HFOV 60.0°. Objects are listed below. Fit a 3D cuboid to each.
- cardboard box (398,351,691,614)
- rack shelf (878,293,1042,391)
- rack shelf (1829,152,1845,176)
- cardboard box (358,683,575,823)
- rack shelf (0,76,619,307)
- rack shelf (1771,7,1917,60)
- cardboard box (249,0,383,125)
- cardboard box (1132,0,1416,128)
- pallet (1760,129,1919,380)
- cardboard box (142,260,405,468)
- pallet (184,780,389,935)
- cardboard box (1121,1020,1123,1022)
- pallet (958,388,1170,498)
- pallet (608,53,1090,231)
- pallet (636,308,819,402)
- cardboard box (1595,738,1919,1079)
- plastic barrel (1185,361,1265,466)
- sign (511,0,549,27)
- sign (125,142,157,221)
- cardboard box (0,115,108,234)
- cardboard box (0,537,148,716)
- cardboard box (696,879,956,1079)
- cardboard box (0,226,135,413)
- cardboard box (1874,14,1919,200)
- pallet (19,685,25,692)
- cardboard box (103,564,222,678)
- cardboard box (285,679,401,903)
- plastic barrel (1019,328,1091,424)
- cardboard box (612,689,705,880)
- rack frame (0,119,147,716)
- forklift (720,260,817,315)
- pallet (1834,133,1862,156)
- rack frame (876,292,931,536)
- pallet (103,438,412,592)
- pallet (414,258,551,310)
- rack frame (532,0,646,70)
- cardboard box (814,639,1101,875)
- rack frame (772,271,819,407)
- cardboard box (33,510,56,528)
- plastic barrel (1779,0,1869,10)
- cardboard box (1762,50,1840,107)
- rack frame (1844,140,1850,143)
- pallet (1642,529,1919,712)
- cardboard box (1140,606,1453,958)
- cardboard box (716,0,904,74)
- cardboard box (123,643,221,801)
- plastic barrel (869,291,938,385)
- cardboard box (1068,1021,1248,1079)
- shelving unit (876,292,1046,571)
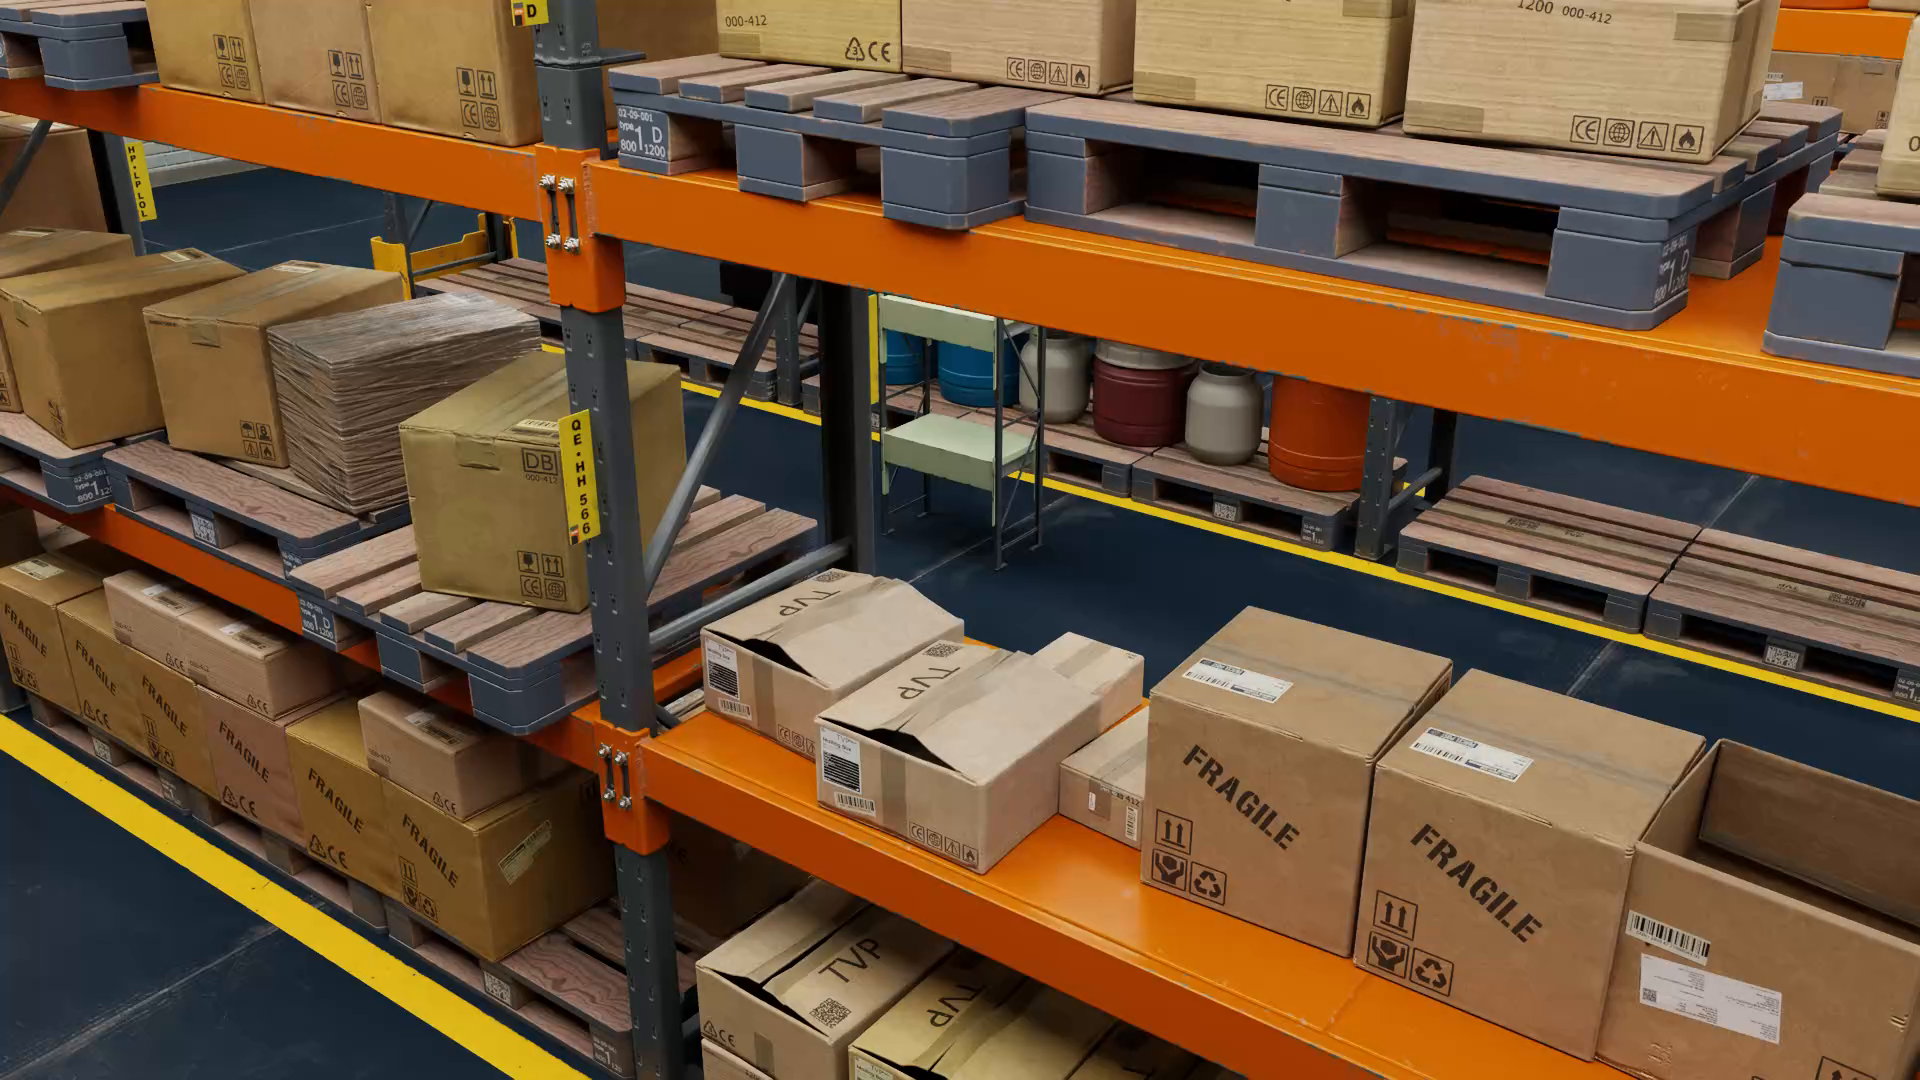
[{"bbox_3d":[-1.174,-0.189,4.813,0.500,0.500,0.700,7,25,16],"label":"cardboard box"},{"bbox_3d":[0.005,-1.042,8.287,0.720,0.370,0.431,17,29,33],"label":"rack shelf"},{"bbox_3d":[6.942,-2.217,10.954,4.000,0.370,1.077,17,29,33],"label":"rack shelf"},{"bbox_3d":[-1.539,0.602,5.288,0.500,0.250,0.500,18,30,35],"label":"cardboard box"},{"bbox_3d":[-2.203,-1.362,5.293,4.000,0.370,1.077,17,29,33],"label":"rack shelf"},{"bbox_3d":[3.972,-1.992,6.723,4.000,0.370,1.077,17,29,33],"label":"rack shelf"},{"bbox_3d":[-1.380,-1.471,4.525,0.500,0.500,0.910,17,29,33],"label":"cardboard box"},{"bbox_3d":[0.676,-0.977,3.191,0.500,0.250,0.500,16,28,32],"label":"cardboard box"},{"bbox_3d":[1.885,-0.362,2.368,1.217,0.209,0.805,16,28,31],"label":"pallet"},{"bbox_3d":[-2.352,-0.633,5.821,0.500,0.500,0.700,9,25,20],"label":"cardboard box"},{"bbox_3d":[-2.149,0.953,6.325,1.213,0.211,1.003,17,29,33],"label":"pallet"},{"bbox_3d":[0.384,1.145,4.624,0.500,0.311,0.500,16,29,33],"label":"cardboard box"},{"bbox_3d":[0.744,-0.628,9.914,1.213,0.211,1.003,17,29,33],"label":"pallet"},{"bbox_3d":[-0.006,-0.986,3.781,1.003,0.211,1.213,18,30,36],"label":"pallet"},{"bbox_3d":[-1.441,-1.289,11.413,1.213,0.211,1.003,17,29,33],"label":"pallet"},{"bbox_3d":[1.572,0.768,3.162,0.500,0.500,0.500,19,30,37],"label":"cardboard box"},{"bbox_3d":[1.464,-0.706,9.197,0.421,0.512,0.421,0,24,0],"label":"plastic barrel"},{"bbox_3d":[-0.929,-1.270,3.550,0.005,0.325,0.100,17,29,33],"label":"sign"},{"bbox_3d":[-3.473,-1.512,7.025,0.005,0.325,0.100,17,29,33],"label":"sign"},{"bbox_3d":[-4.011,-1.510,7.093,0.500,0.500,0.500,18,29,35],"label":"cardboard box"},{"bbox_3d":[-3.562,0.336,6.822,0.500,0.500,0.500,15,28,31],"label":"cardboard box"},{"bbox_3d":[-0.359,1.196,4.509,0.500,0.311,0.500,18,29,35],"label":"cardboard box"},{"bbox_3d":[-3.558,-0.853,6.322,0.500,0.500,0.700,7,25,16],"label":"cardboard box"},{"bbox_3d":[1.670,-0.648,2.445,0.500,0.250,0.500,14,27,28],"label":"cardboard box"},{"bbox_3d":[-4.352,0.308,7.790,1.213,0.211,1.003,17,29,33],"label":"pallet"},{"bbox_3d":[-2.762,0.235,6.122,0.500,0.250,0.500,17,29,33],"label":"cardboard box"},{"bbox_3d":[-1.905,0.832,5.696,0.500,0.500,0.500,16,28,31],"label":"cardboard box"},{"bbox_3d":[0.561,-0.979,9.817,0.421,0.512,0.421,0,24,0],"label":"plastic barrel"},{"bbox_3d":[-1.217,0.781,5.813,0.500,0.500,0.500,16,28,31],"label":"cardboard box"},{"bbox_3d":[-3.803,-0.802,6.850,0.127,3.000,1.000,17,29,33],"label":"rack frame"},{"bbox_3d":[-0.363,-3.027,11.984,3.031,2.935,1.130,16,28,32],"label":"forklift"},{"bbox_3d":[5.976,-2.804,11.632,1.003,0.211,1.213,17,29,33],"label":"pallet"},{"bbox_3d":[-0.287,-0.773,8.645,0.023,1.500,0.400,17,29,33],"label":"rack frame"},{"bbox_3d":[-2.161,-0.216,5.758,1.213,0.211,1.003,17,29,33],"label":"pallet"},{"bbox_3d":[-3.393,-1.879,12.752,1.213,0.211,1.003,17,29,33],"label":"pallet"},{"bbox_3d":[-0.602,-2.580,3.445,0.127,3.000,1.000,17,29,33],"label":"rack frame"},{"bbox_3d":[-0.003,0.485,4.040,0.500,0.311,0.500,16,29,33],"label":"cardboard box"},{"bbox_3d":[-0.829,-2.399,10.475,0.127,3.000,1.000,17,29,33],"label":"rack frame"},{"bbox_3d":[-4.707,-0.084,8.189,0.250,0.166,0.380,17,29,33],"label":"cardboard box"},{"bbox_3d":[3.422,-2.575,6.620,0.708,0.830,0.600,17,29,33],"label":"plastic barrel"},{"bbox_3d":[5.798,-3.150,11.535,0.500,0.500,0.500,13,27,27],"label":"cardboard box"},{"bbox_3d":[8.398,-4.606,15.483,0.127,3.000,1.000,17,29,33],"label":"rack frame"},{"bbox_3d":[3.940,0.339,7.719,1.213,0.211,1.003,17,29,33],"label":"pallet"},{"bbox_3d":[0.750,0.520,3.726,0.500,0.500,0.500,15,28,31],"label":"cardboard box"},{"bbox_3d":[-0.205,-1.239,3.788,0.500,0.250,0.500,14,28,29],"label":"cardboard box"},{"bbox_3d":[-2.733,0.585,6.257,0.500,0.500,0.500,17,29,34],"label":"cardboard box"},{"bbox_3d":[-0.404,-1.494,10.503,0.708,0.901,0.600,17,29,33],"label":"plastic barrel"},{"bbox_3d":[0.473,1.444,3.945,0.500,0.311,0.500,16,28,32],"label":"cardboard box"},{"bbox_3d":[0.005,-0.685,8.444,0.755,1.500,0.431,17,29,33],"label":"shelving unit"}]
